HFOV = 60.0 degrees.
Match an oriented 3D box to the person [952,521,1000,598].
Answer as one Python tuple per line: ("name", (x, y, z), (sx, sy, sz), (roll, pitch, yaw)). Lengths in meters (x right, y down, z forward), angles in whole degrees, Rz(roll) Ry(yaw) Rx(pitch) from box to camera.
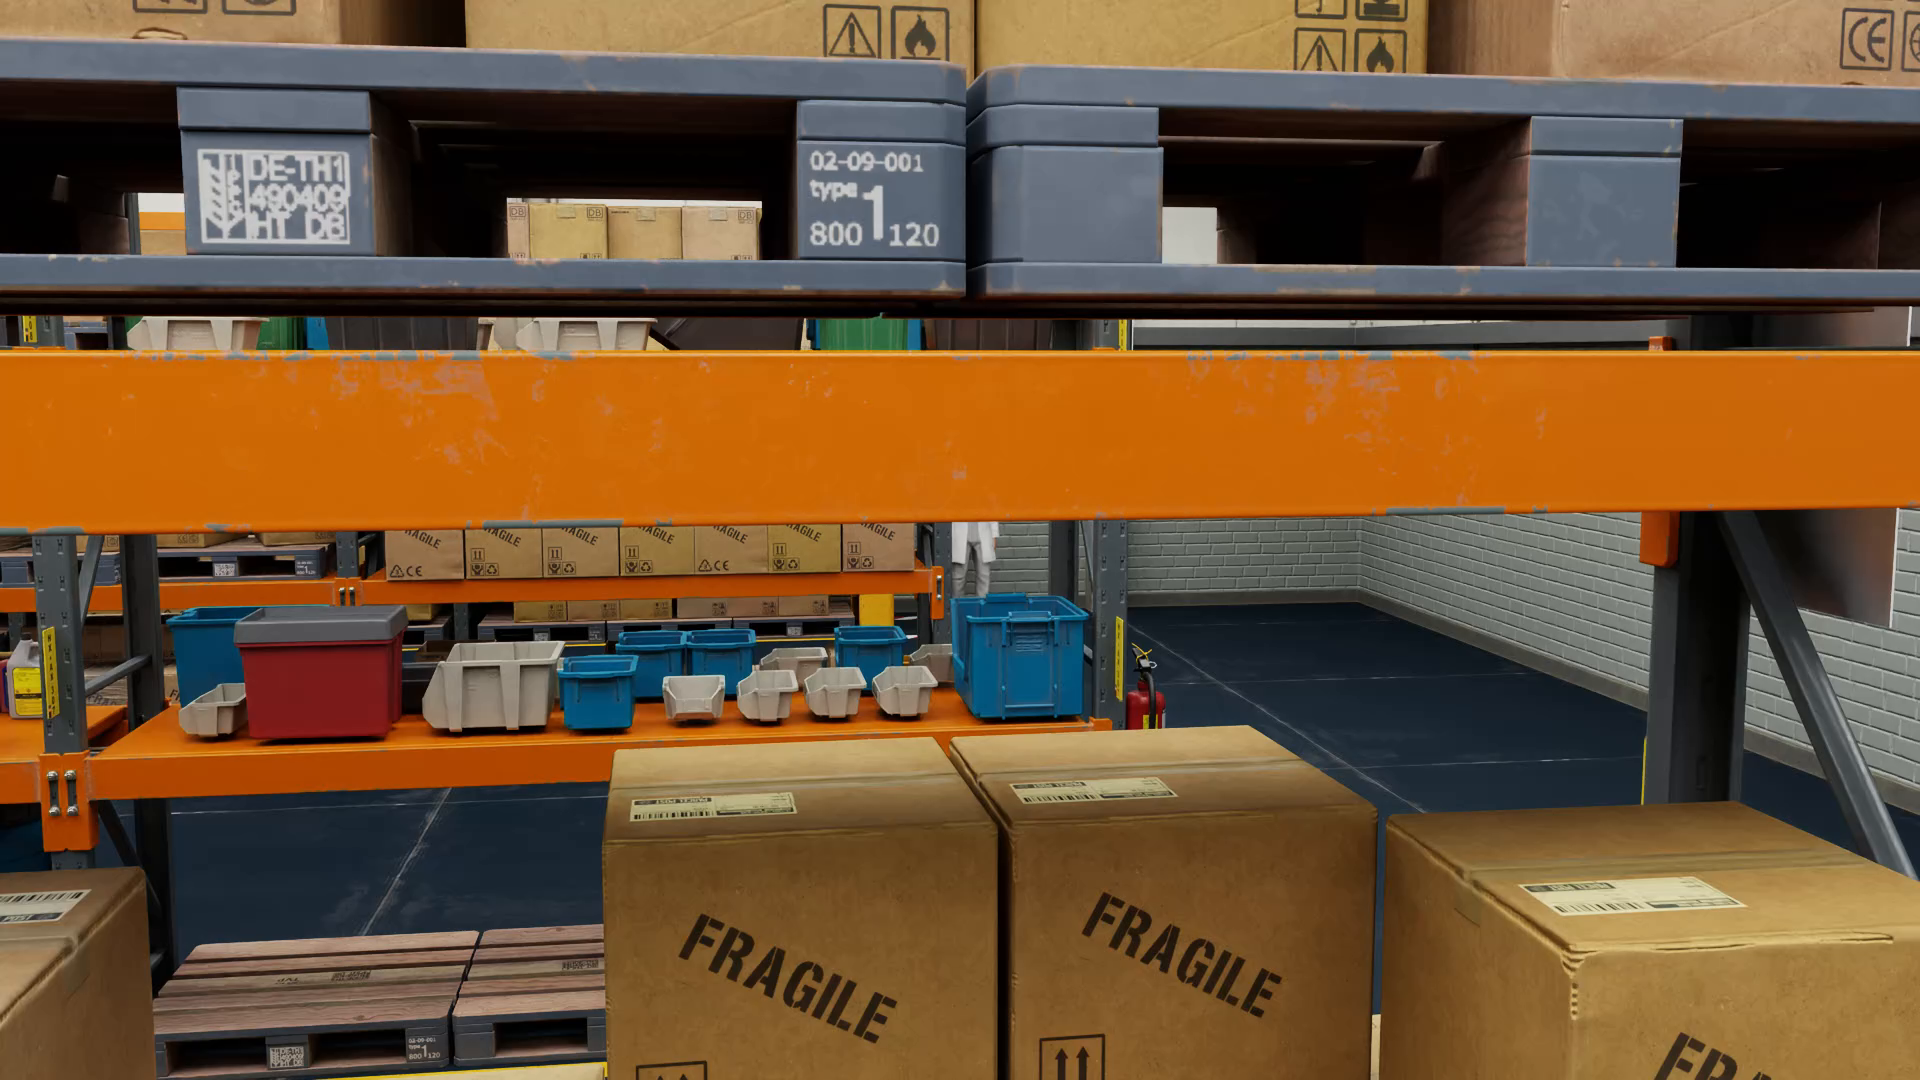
("person", (0.136, 0.008, 17.277), (0.562, 1.785, 0.387), (-1, 6, -7))
